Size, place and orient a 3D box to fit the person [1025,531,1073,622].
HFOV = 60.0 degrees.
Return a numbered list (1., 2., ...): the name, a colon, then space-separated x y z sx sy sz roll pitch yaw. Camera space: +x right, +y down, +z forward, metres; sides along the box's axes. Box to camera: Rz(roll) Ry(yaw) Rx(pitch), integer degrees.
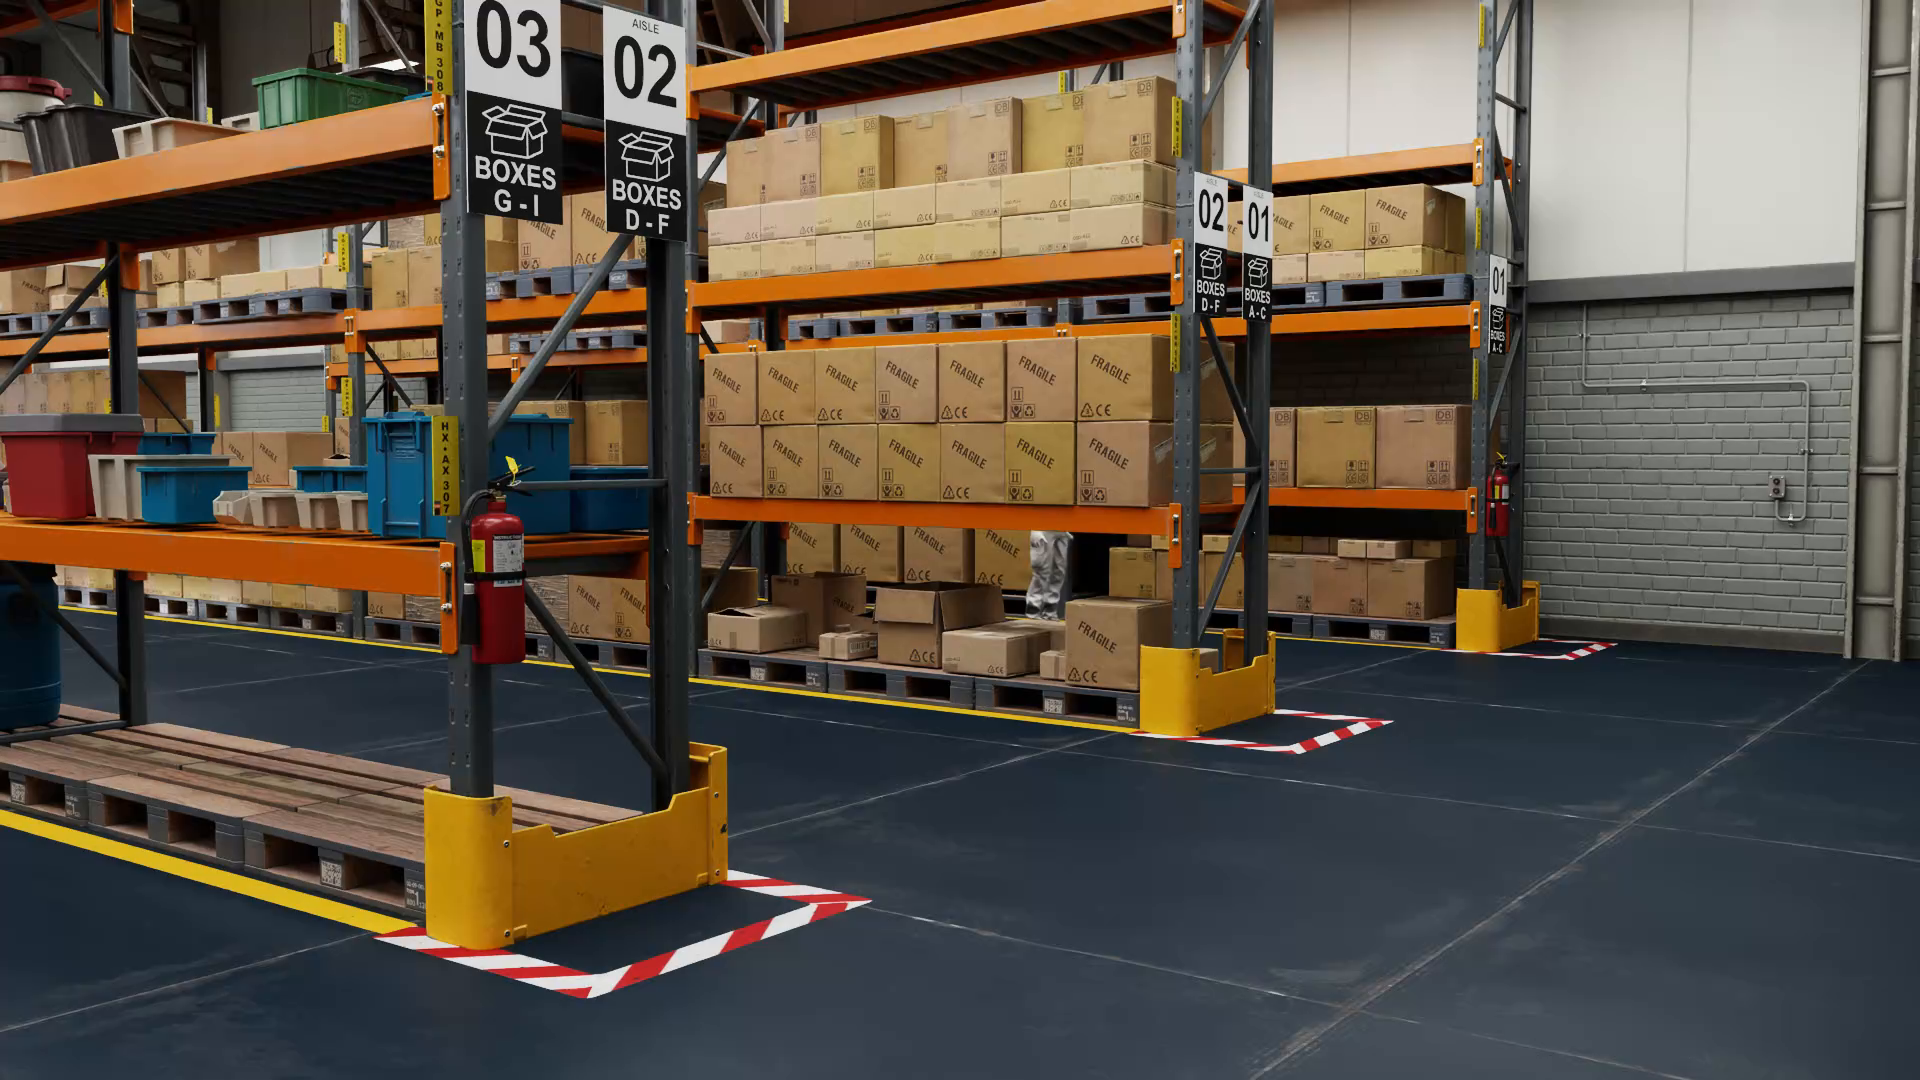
1. person: 0.787 -0.066 14.848 0.342 1.784 0.525 2 4 37
